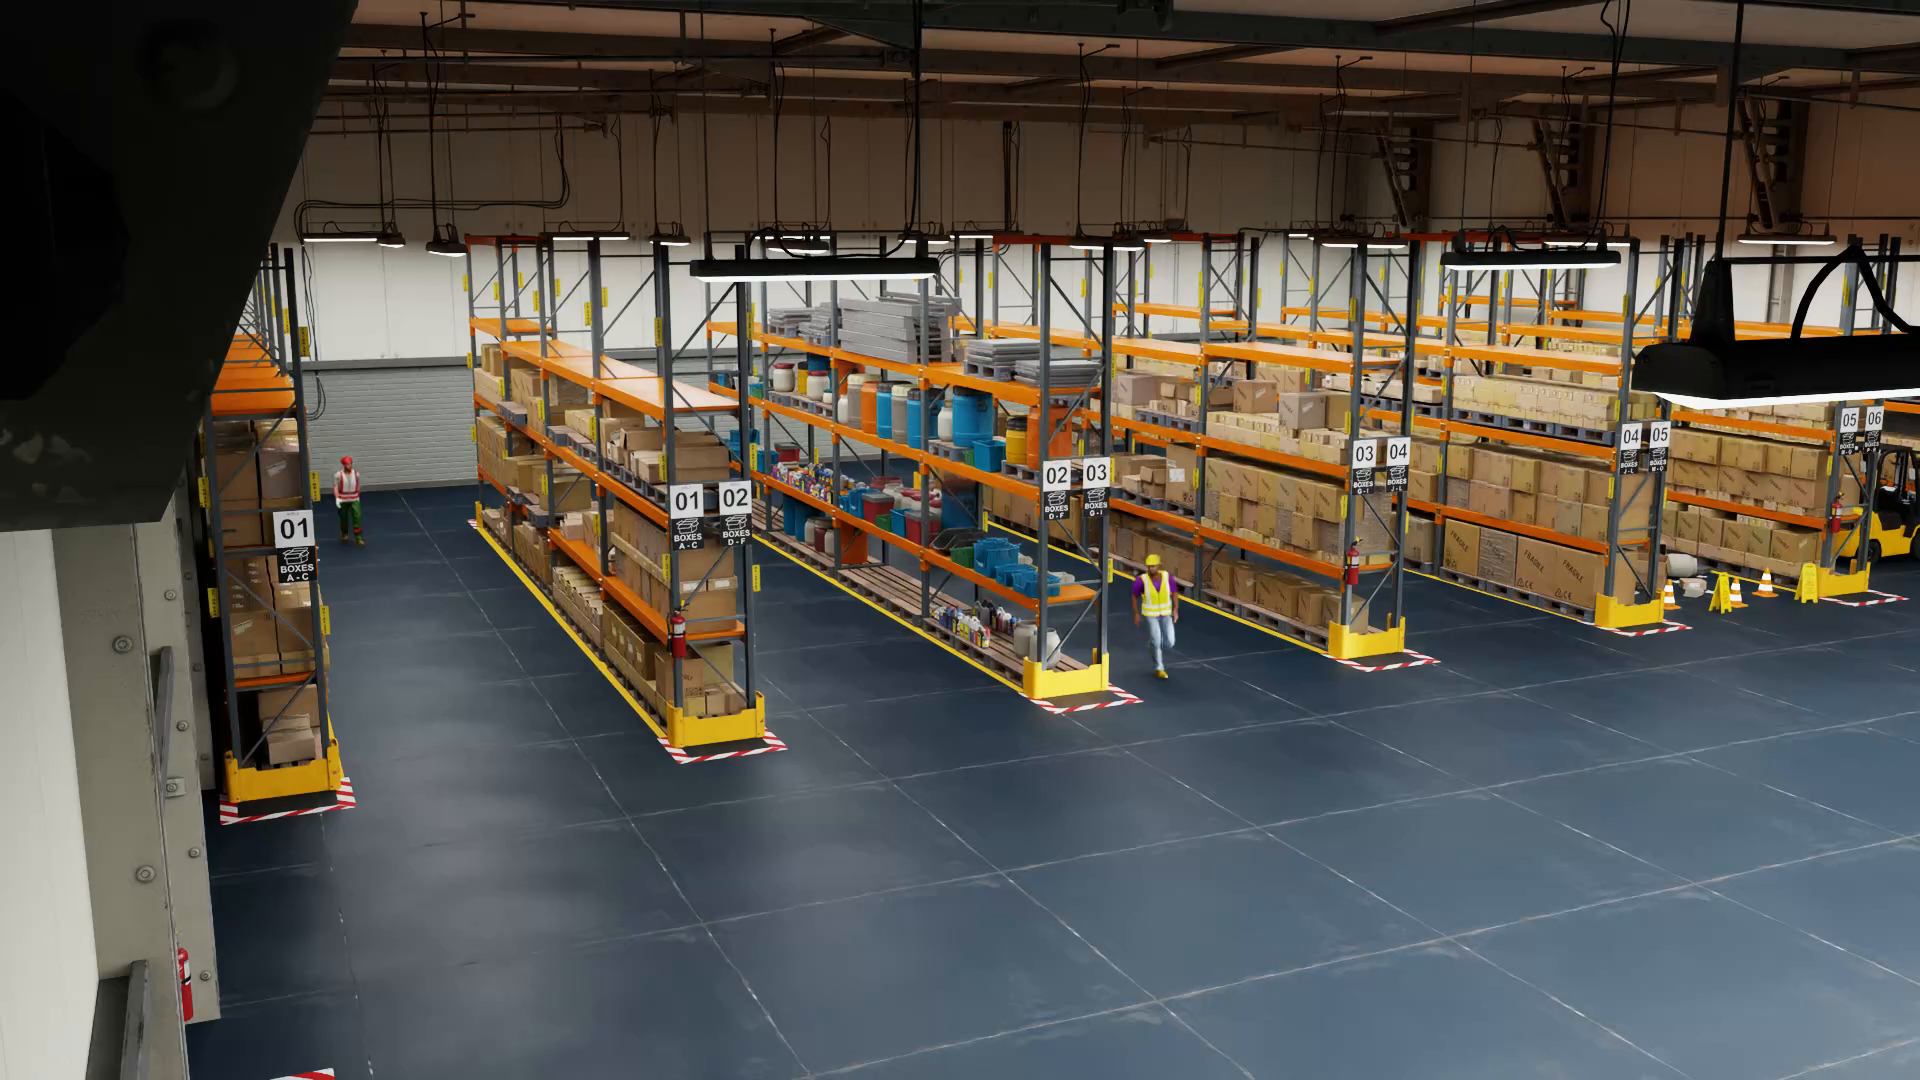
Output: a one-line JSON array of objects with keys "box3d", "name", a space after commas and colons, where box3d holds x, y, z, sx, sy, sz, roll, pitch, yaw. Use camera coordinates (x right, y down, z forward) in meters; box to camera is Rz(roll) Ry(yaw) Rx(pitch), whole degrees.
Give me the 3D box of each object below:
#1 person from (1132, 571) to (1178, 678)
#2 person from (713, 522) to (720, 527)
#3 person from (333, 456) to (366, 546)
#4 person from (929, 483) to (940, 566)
[{"box3d": [2.728, 1.156, 23.288, 0.618, 1.488, 0.645, -2, 11, -11], "name": "person"}, {"box3d": [-4.953, -1.053, 34.398, 0.539, 1.581, 0.639, 5, 12, 25], "name": "person"}, {"box3d": [-11.916, -0.769, 32.394, 0.536, 1.728, 1.050, -6, 12, -28], "name": "person"}, {"box3d": [-0.514, -0.388, 30.830, 0.459, 1.586, 1.034, -5, 12, -26], "name": "person"}]
